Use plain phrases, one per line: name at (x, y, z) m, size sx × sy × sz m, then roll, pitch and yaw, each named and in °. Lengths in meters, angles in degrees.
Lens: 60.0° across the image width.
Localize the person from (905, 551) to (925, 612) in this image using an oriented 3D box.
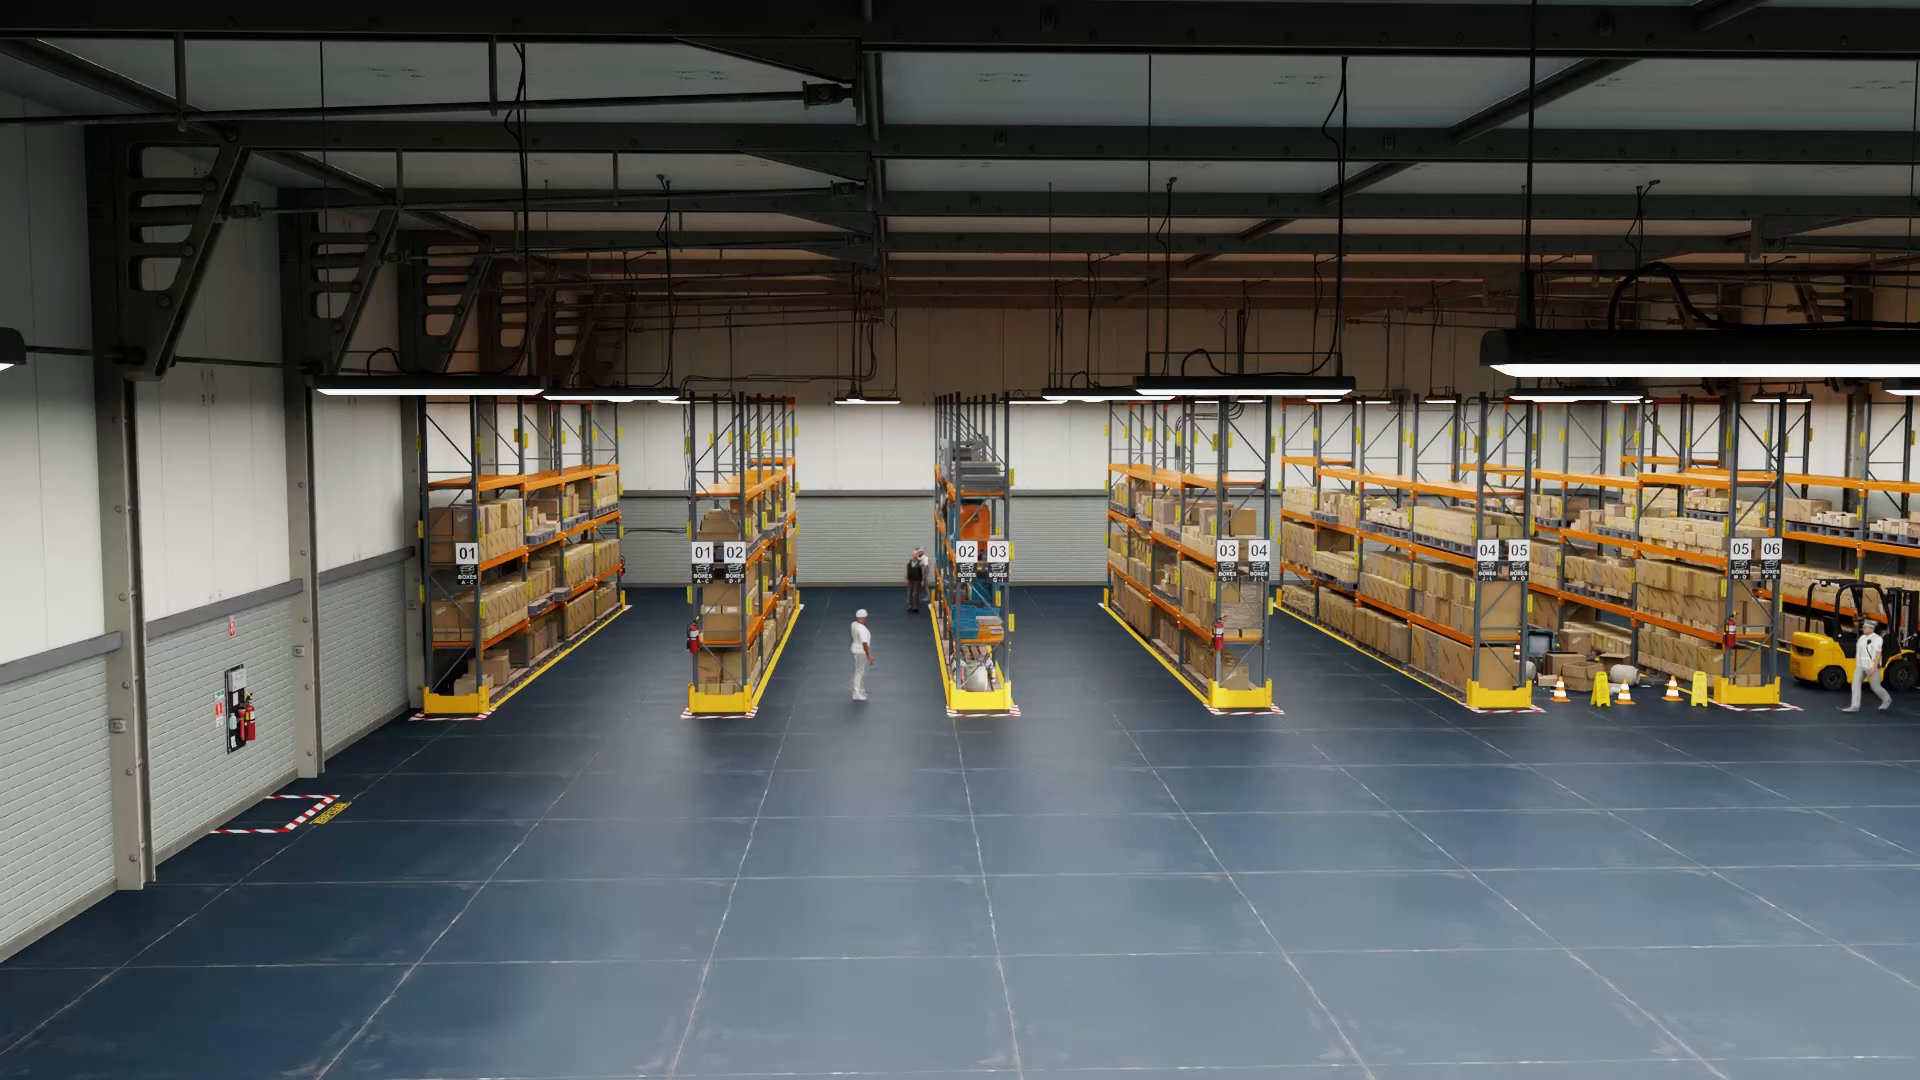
person at (-1.267, 1.164, 46.406) m, size 0.573 × 1.739 × 0.442 m, roll 3°, pitch 6°, yaw 35°

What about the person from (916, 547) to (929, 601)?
person at (-1.141, 1.009, 48.516) m, size 0.506 × 1.632 × 1.025 m, roll 1°, pitch 5°, yaw 15°

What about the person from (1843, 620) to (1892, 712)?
person at (17.018, 2.354, 31.121) m, size 0.928 × 1.739 × 0.515 m, roll -2°, pitch 5°, yaw -25°

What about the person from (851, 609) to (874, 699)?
person at (-1.938, 2.249, 32.635) m, size 0.455 × 1.813 × 0.684 m, roll -1°, pitch 5°, yaw -10°
